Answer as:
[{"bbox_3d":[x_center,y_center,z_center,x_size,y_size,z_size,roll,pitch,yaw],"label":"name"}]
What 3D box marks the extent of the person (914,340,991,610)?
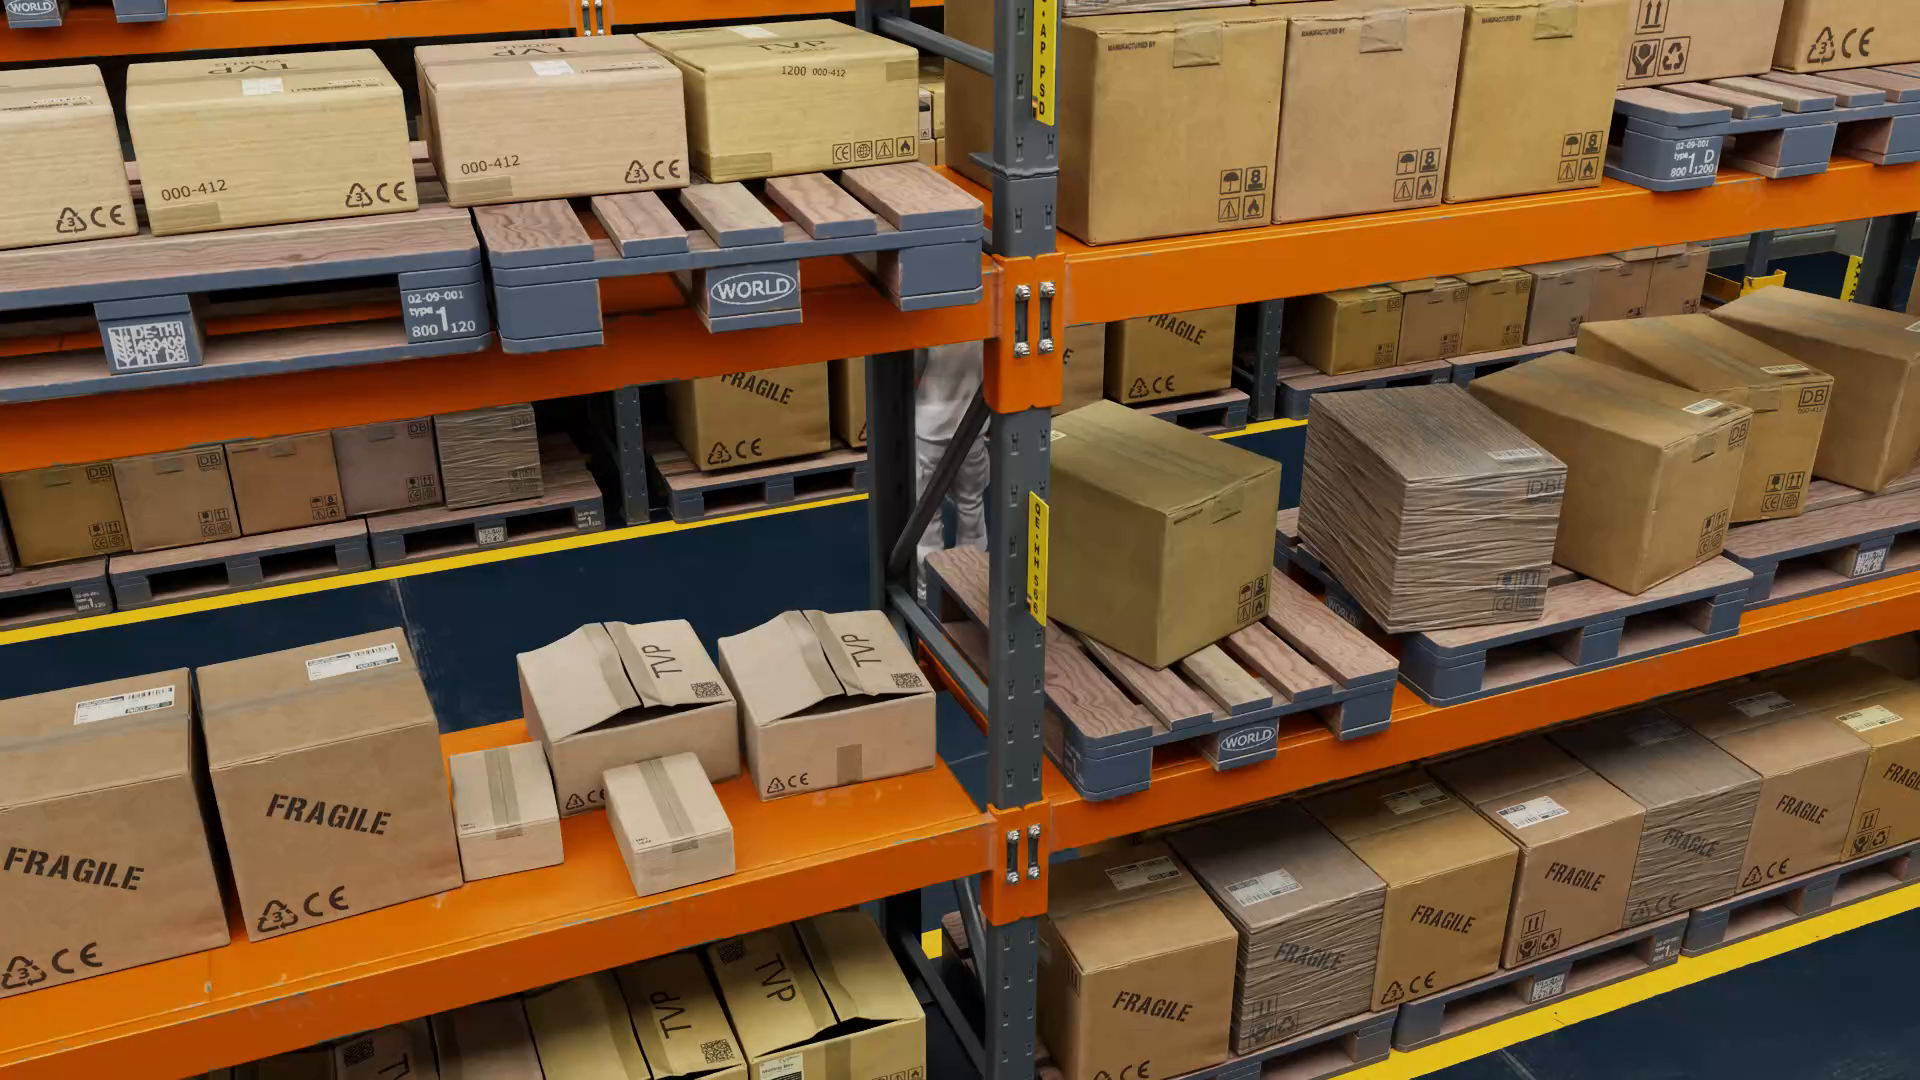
[{"bbox_3d":[-0.053,-0.522,7.936,0.608,1.809,0.441,-10,28,-20],"label":"person"}]
